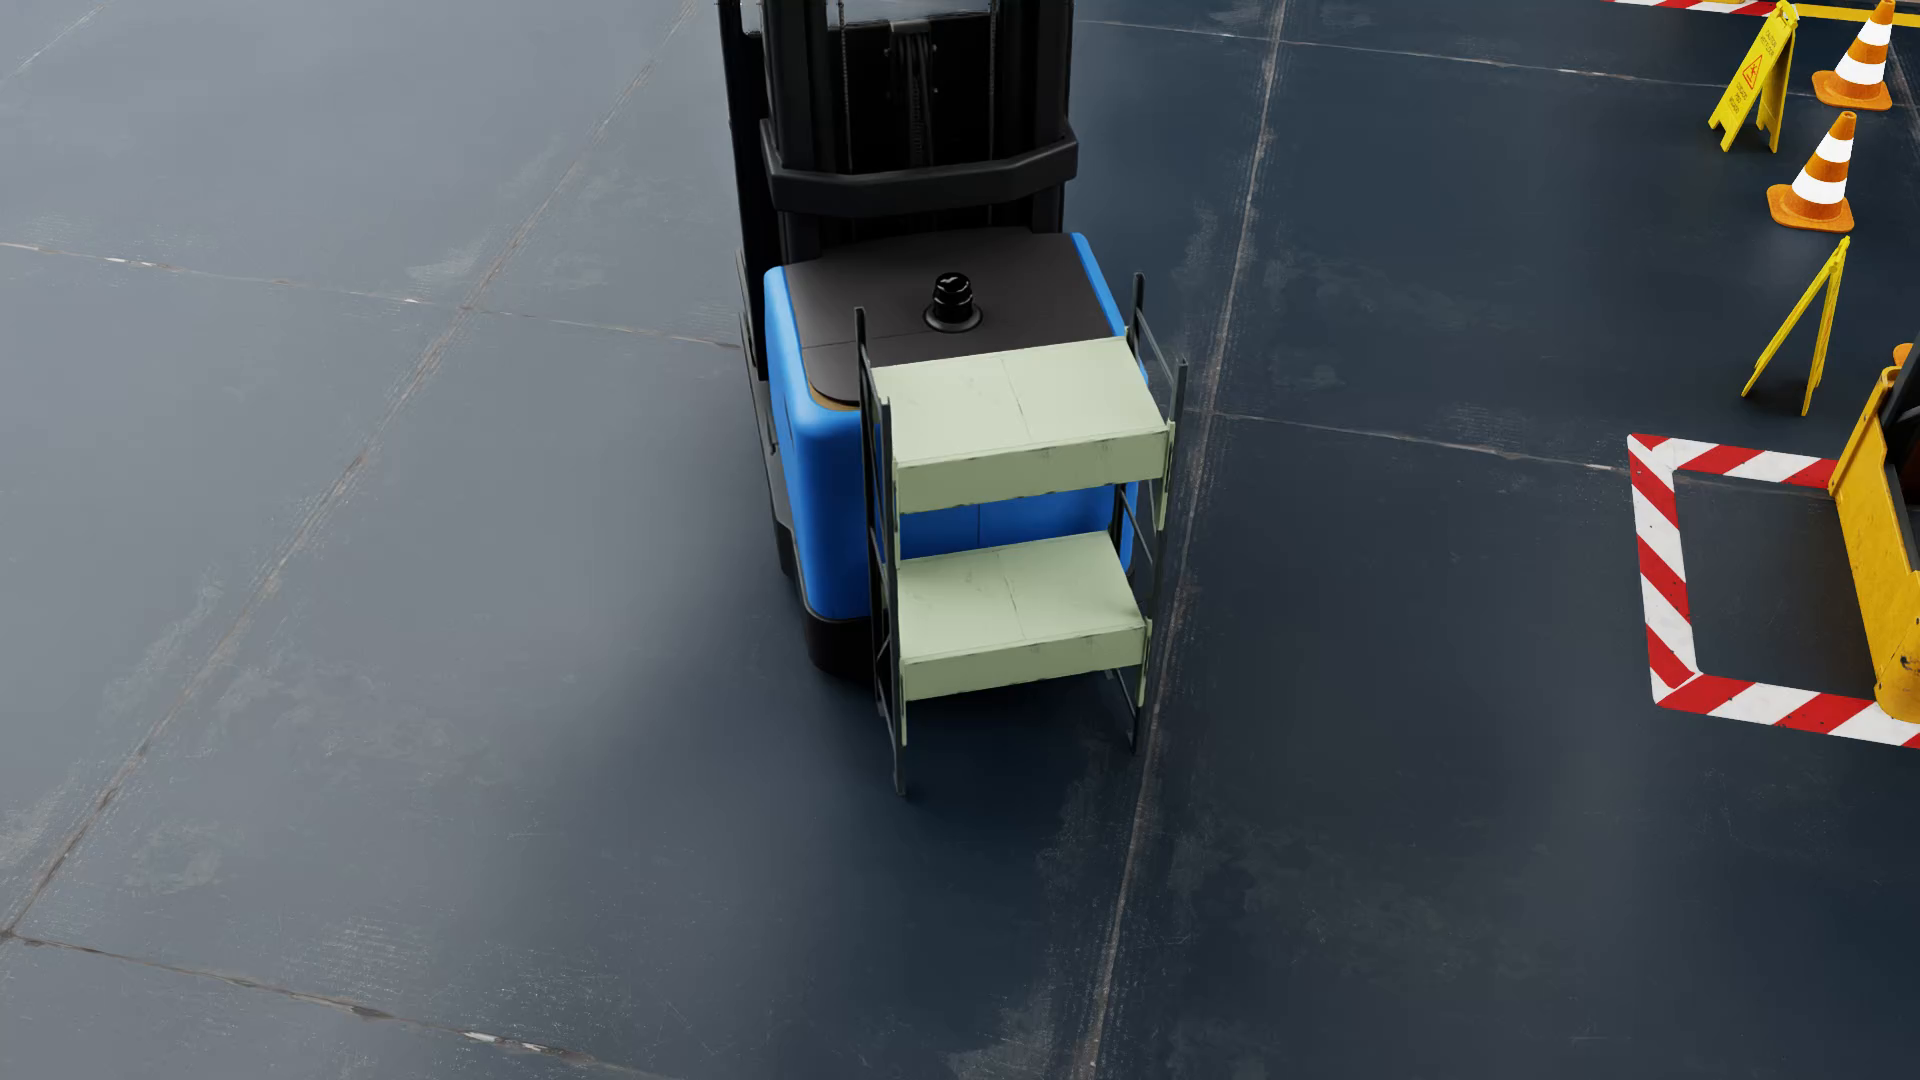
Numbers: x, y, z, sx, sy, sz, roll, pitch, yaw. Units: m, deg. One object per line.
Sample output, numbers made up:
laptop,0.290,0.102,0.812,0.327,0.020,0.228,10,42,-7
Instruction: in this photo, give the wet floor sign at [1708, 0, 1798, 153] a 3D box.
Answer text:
wet floor sign,3.610,-2.090,7.456,0.232,0.644,0.267,2,44,2

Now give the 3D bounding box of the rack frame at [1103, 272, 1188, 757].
rack frame,0.501,-0.018,4.687,0.023,1.500,0.400,-8,45,-9

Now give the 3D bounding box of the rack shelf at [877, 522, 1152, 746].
rack shelf,0.143,0.270,4.859,0.720,0.370,0.431,-8,45,-9

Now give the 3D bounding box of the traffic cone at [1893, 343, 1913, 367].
traffic cone,3.790,-0.802,6.250,0.334,0.463,0.336,9,45,9

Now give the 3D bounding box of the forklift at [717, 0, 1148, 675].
forklift,-0.240,-1.668,5.370,1.130,2.935,3.031,-8,44,-8

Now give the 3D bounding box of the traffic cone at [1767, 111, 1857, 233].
traffic cone,3.700,-1.605,7.084,0.334,0.463,0.336,9,45,9

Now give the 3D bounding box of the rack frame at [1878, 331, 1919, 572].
rack frame,3.088,-0.909,4.531,0.127,3.000,1.000,9,45,9

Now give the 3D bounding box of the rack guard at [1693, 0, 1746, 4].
rack guard,4.047,-3.377,8.898,0.348,0.500,1.175,9,45,9

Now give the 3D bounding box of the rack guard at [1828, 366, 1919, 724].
rack guard,3.162,0.003,5.386,0.348,0.500,1.175,9,45,9

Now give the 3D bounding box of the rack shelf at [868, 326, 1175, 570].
rack shelf,0.143,-0.246,4.362,0.720,0.370,0.431,-8,45,-9

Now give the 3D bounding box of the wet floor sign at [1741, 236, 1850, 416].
wet floor sign,3.136,-0.813,6.130,0.232,0.644,0.267,24,49,23

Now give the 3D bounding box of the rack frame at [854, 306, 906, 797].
rack frame,-0.215,0.087,4.578,0.023,1.500,0.400,-8,45,-9

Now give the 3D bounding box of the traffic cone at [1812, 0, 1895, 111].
traffic cone,4.279,-2.318,7.825,0.334,0.463,0.336,9,45,9

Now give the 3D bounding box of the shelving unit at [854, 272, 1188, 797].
shelving unit,0.143,0.035,4.632,0.755,1.500,0.431,-8,45,-9
